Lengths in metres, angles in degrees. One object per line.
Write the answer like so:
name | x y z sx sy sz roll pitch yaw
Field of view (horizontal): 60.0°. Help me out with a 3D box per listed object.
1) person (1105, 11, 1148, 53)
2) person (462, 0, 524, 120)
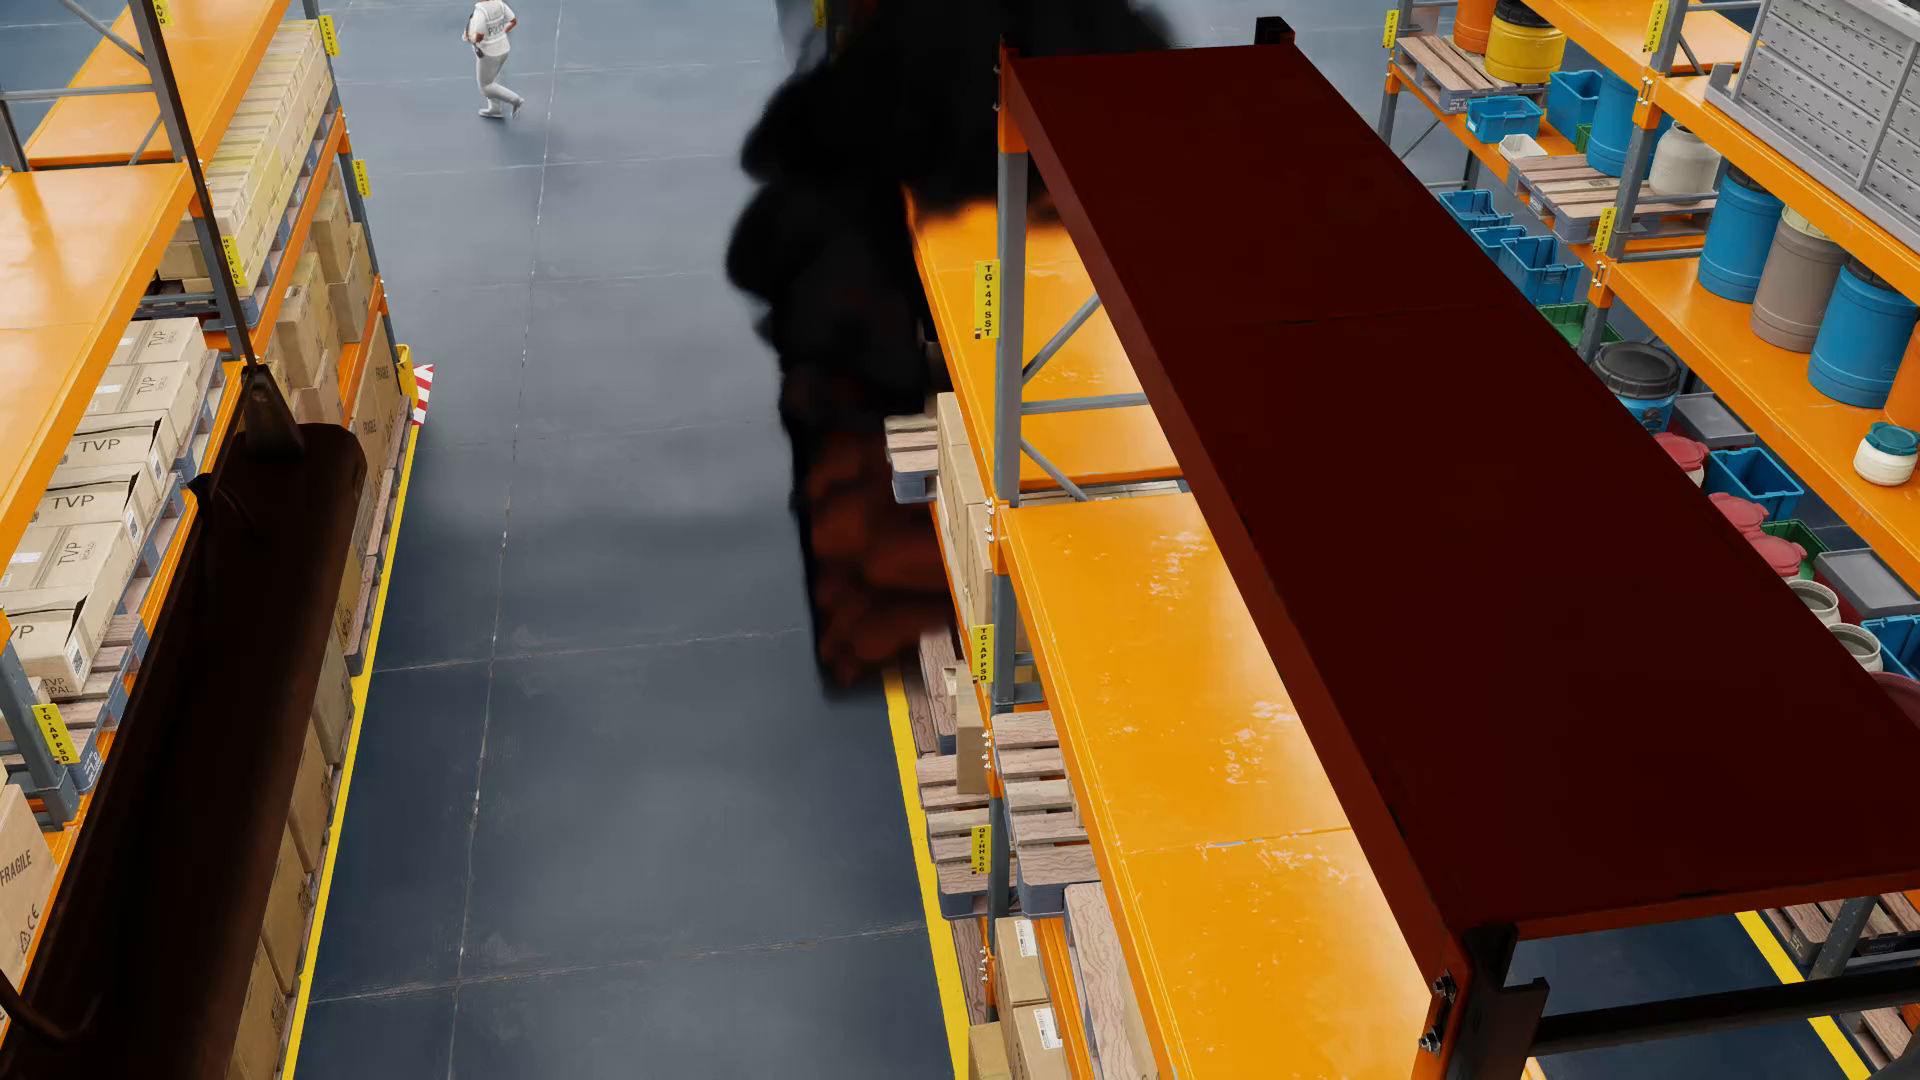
person | 1.886 -5.313 19.275 0.899 1.643 0.615 10 38 14
person | -5.606 -5.896 20.005 0.780 1.740 0.671 13 38 18
